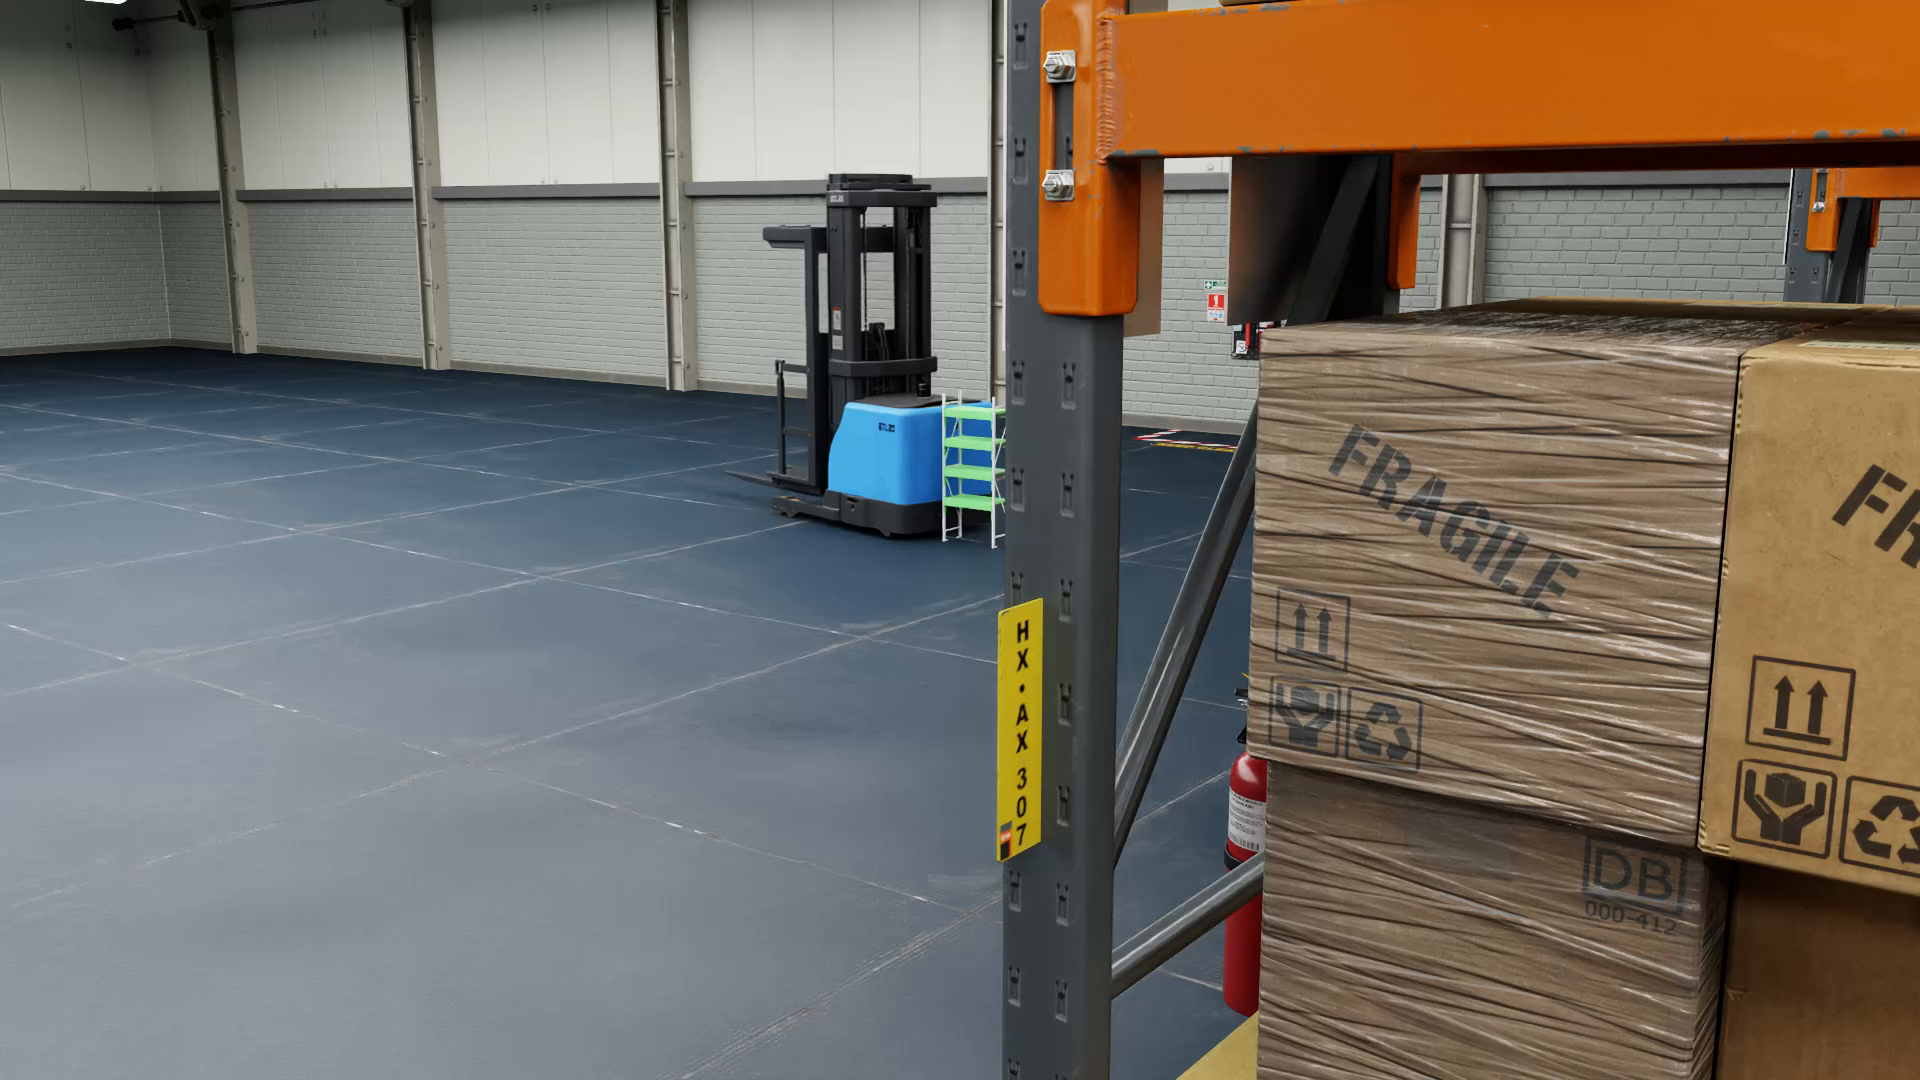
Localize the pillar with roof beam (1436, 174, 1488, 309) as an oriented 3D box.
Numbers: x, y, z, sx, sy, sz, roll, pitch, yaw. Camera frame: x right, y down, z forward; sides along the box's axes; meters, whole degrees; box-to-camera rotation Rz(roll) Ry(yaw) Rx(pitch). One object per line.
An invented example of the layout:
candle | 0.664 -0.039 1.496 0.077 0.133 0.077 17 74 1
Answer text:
pillar with roof beam | 2.887 -4.707 14.169 0.400 9.000 9.100 8 13 36

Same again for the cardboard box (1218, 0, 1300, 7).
cardboard box | 0.634 -0.723 1.867 0.500 0.250 0.500 8 14 37

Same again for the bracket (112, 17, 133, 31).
bracket | -16.364 -10.090 32.518 0.430 0.232 0.235 8 13 36

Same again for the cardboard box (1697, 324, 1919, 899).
cardboard box | 1.080 0.057 1.658 0.500 0.500 0.500 8 13 36

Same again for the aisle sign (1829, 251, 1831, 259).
aisle sign | 3.449 -1.506 6.571 0.004 0.787 0.394 8 13 36

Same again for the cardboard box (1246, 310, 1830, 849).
cardboard box | 0.681 0.000 1.954 0.500 0.500 0.500 8 13 36

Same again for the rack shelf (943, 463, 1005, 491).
rack shelf | 0.133 -0.508 13.332 0.480 0.148 0.258 8 13 36

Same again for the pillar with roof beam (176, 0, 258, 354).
pillar with roof beam | -16.457 -7.405 28.116 0.548 9.000 9.100 8 13 36

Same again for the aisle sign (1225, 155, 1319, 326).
aisle sign | 0.527 -0.747 2.648 0.004 0.787 0.394 8 13 36

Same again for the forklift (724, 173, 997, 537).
forklift | -1.013 -1.690 14.548 1.130 2.935 3.031 -9 14 -39

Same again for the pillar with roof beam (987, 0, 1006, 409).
pillar with roof beam | -1.949 -5.382 17.656 0.400 9.000 9.100 8 13 36

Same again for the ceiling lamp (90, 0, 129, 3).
ceiling lamp | -13.731 -9.736 24.797 0.800 3.185 2.000 8 13 36

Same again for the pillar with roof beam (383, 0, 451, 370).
pillar with roof beam | -11.621 -6.731 24.629 0.548 9.000 9.100 8 13 36

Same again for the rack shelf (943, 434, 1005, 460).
rack shelf | 0.133 -0.743 13.286 0.480 0.148 0.258 8 13 36

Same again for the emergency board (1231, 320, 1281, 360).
emergency board | 3.466 -2.704 19.612 0.643 1.169 0.194 8 13 36

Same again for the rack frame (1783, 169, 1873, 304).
rack frame | 3.331 -0.176 6.541 0.127 3.000 1.000 8 13 36

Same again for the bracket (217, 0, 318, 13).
bracket | -11.708 -9.441 29.162 4.783 0.066 0.076 8 13 36

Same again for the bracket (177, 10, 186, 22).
bracket | -14.454 -9.824 31.141 0.430 0.232 0.235 8 13 36

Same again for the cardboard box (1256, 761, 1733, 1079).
cardboard box | 0.826 0.453 2.243 0.500 0.500 0.875 8 13 36

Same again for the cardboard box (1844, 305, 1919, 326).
cardboard box | 1.395 -0.024 2.079 0.500 0.500 0.500 8 13 36

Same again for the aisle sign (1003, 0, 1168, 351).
aisle sign | 0.172 -0.655 2.173 0.004 0.787 0.394 8 13 36

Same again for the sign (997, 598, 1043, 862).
sign | 0.078 0.241 2.110 0.005 0.325 0.100 8 13 36

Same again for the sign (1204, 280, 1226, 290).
sign | 3.080 -3.058 19.951 0.331 0.109 0.001 8 13 36

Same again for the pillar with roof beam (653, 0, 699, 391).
pillar with roof beam | -6.785 -6.056 21.142 0.400 9.000 9.100 8 13 36

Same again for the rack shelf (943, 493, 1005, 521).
rack shelf | 0.133 -0.272 13.377 0.480 0.148 0.258 8 13 36

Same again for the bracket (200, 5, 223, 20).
bracket | -13.785 -9.731 30.659 0.430 0.232 0.235 8 13 36

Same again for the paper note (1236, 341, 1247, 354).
paper note | 3.364 -2.302 19.853 0.142 0.148 0.016 8 13 36

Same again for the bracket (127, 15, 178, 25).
bracket | -15.888 -10.024 32.175 3.189 0.066 0.076 8 13 36

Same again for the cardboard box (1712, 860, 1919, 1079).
cardboard box | 1.300 0.491 2.047 0.500 0.500 0.875 8 13 36

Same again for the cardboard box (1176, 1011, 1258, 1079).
cardboard box | 0.488 0.774 2.291 0.250 0.149 0.380 8 13 36

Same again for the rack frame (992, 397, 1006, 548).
rack frame | 0.330 -0.543 13.178 0.015 1.200 0.240 8 13 36

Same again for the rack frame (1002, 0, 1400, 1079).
rack frame | 0.397 0.583 2.619 0.053 2.616 0.949 8 13 36

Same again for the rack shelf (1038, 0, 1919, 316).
rack shelf | 2.011 -0.312 1.243 4.000 0.370 1.077 8 13 36

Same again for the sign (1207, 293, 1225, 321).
sign | 3.081 -2.800 20.011 0.234 0.329 0.001 8 13 36

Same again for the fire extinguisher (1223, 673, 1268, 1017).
fire extinguisher | 0.580 0.537 3.060 0.183 0.674 0.296 8 13 36

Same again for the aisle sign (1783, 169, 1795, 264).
aisle sign | 3.099 -1.415 6.104 0.004 0.787 0.394 8 13 36

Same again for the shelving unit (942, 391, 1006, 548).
shelving unit | 0.133 -0.570 13.320 0.503 1.200 0.258 8 13 36

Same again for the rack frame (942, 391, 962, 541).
rack frame | -0.063 -0.598 13.461 0.015 1.200 0.240 8 13 36

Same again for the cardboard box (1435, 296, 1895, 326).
cardboard box | 0.989 -0.080 2.365 0.500 0.500 0.500 8 13 36

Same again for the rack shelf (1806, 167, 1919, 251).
rack shelf | 4.943 -1.070 5.162 4.000 0.370 1.077 8 13 36

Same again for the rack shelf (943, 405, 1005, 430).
rack shelf | 0.133 -0.979 13.240 0.480 0.148 0.258 8 13 36
